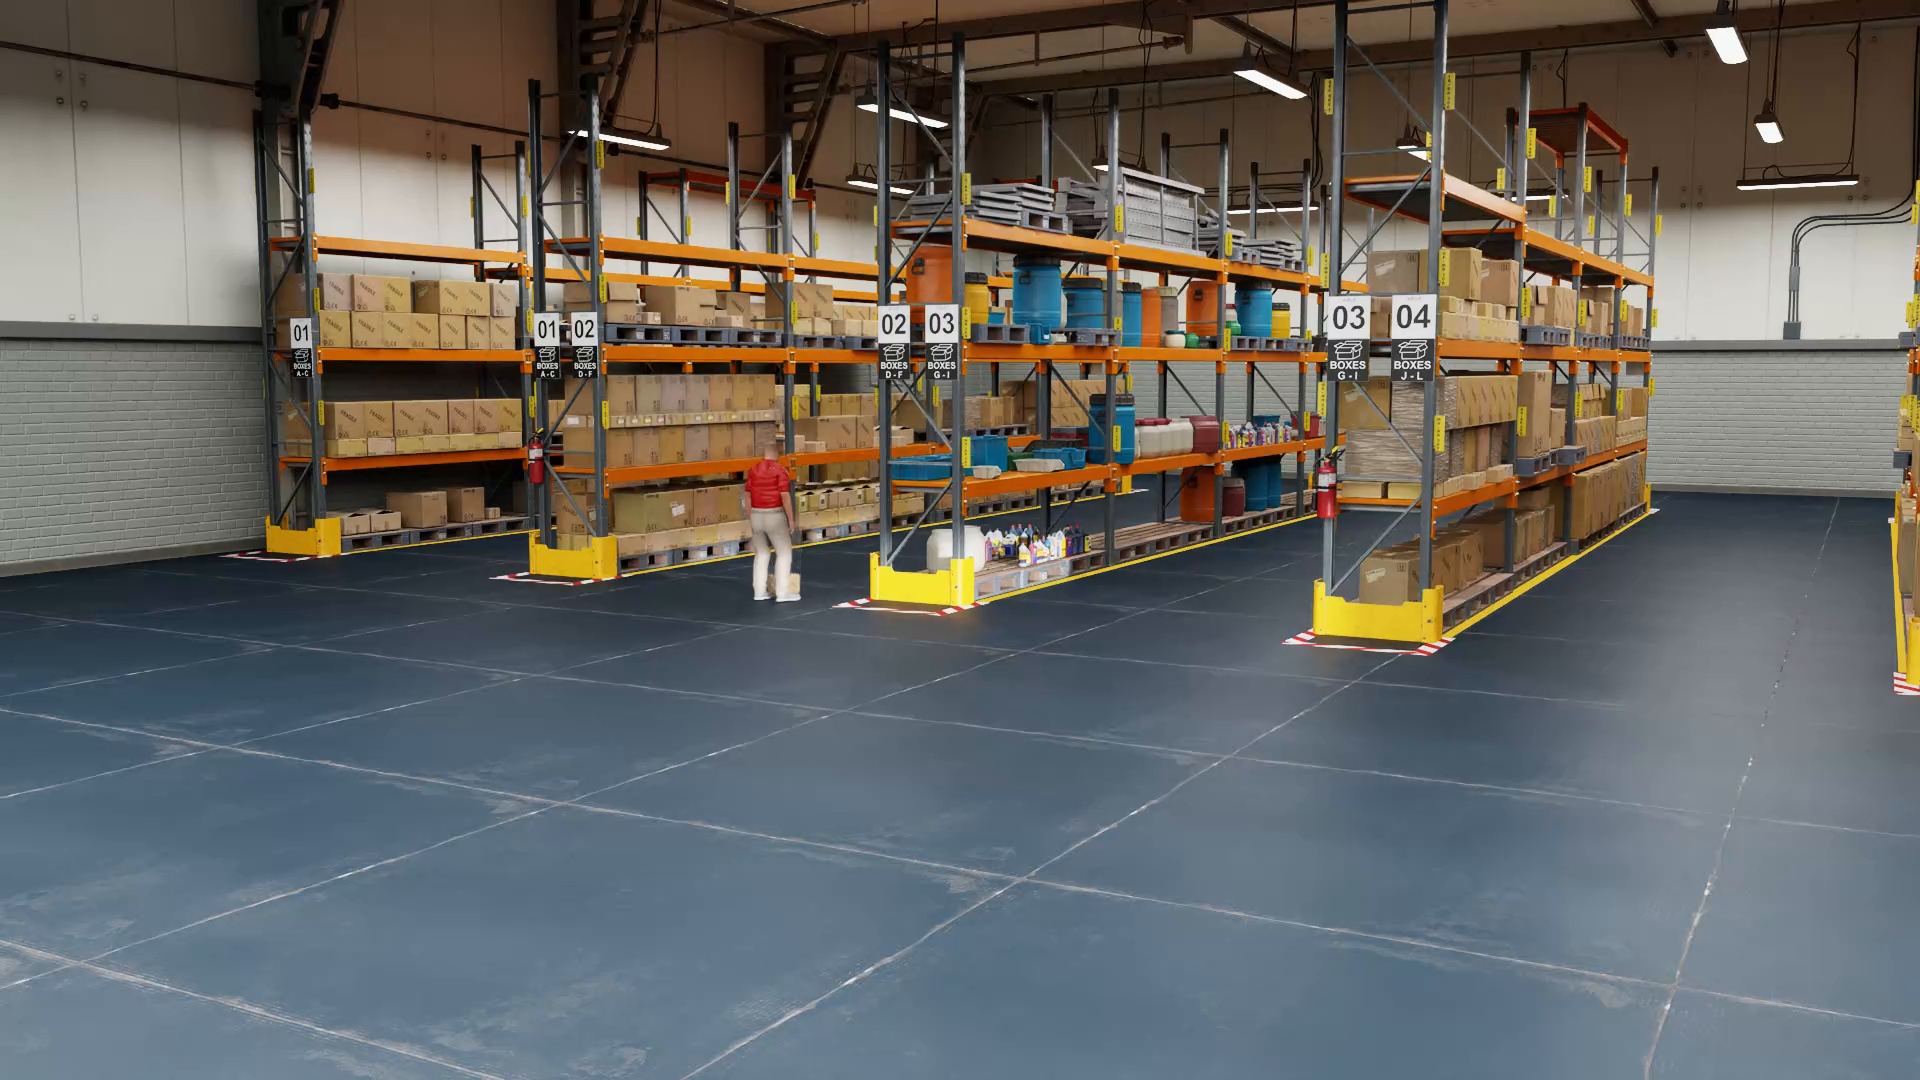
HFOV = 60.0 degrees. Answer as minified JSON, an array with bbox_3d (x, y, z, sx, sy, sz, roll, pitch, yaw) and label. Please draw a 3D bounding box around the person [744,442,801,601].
[{"bbox_3d":[-2.068,-0.200,18.142,0.584,1.725,0.391,3,7,26],"label":"person"}]
